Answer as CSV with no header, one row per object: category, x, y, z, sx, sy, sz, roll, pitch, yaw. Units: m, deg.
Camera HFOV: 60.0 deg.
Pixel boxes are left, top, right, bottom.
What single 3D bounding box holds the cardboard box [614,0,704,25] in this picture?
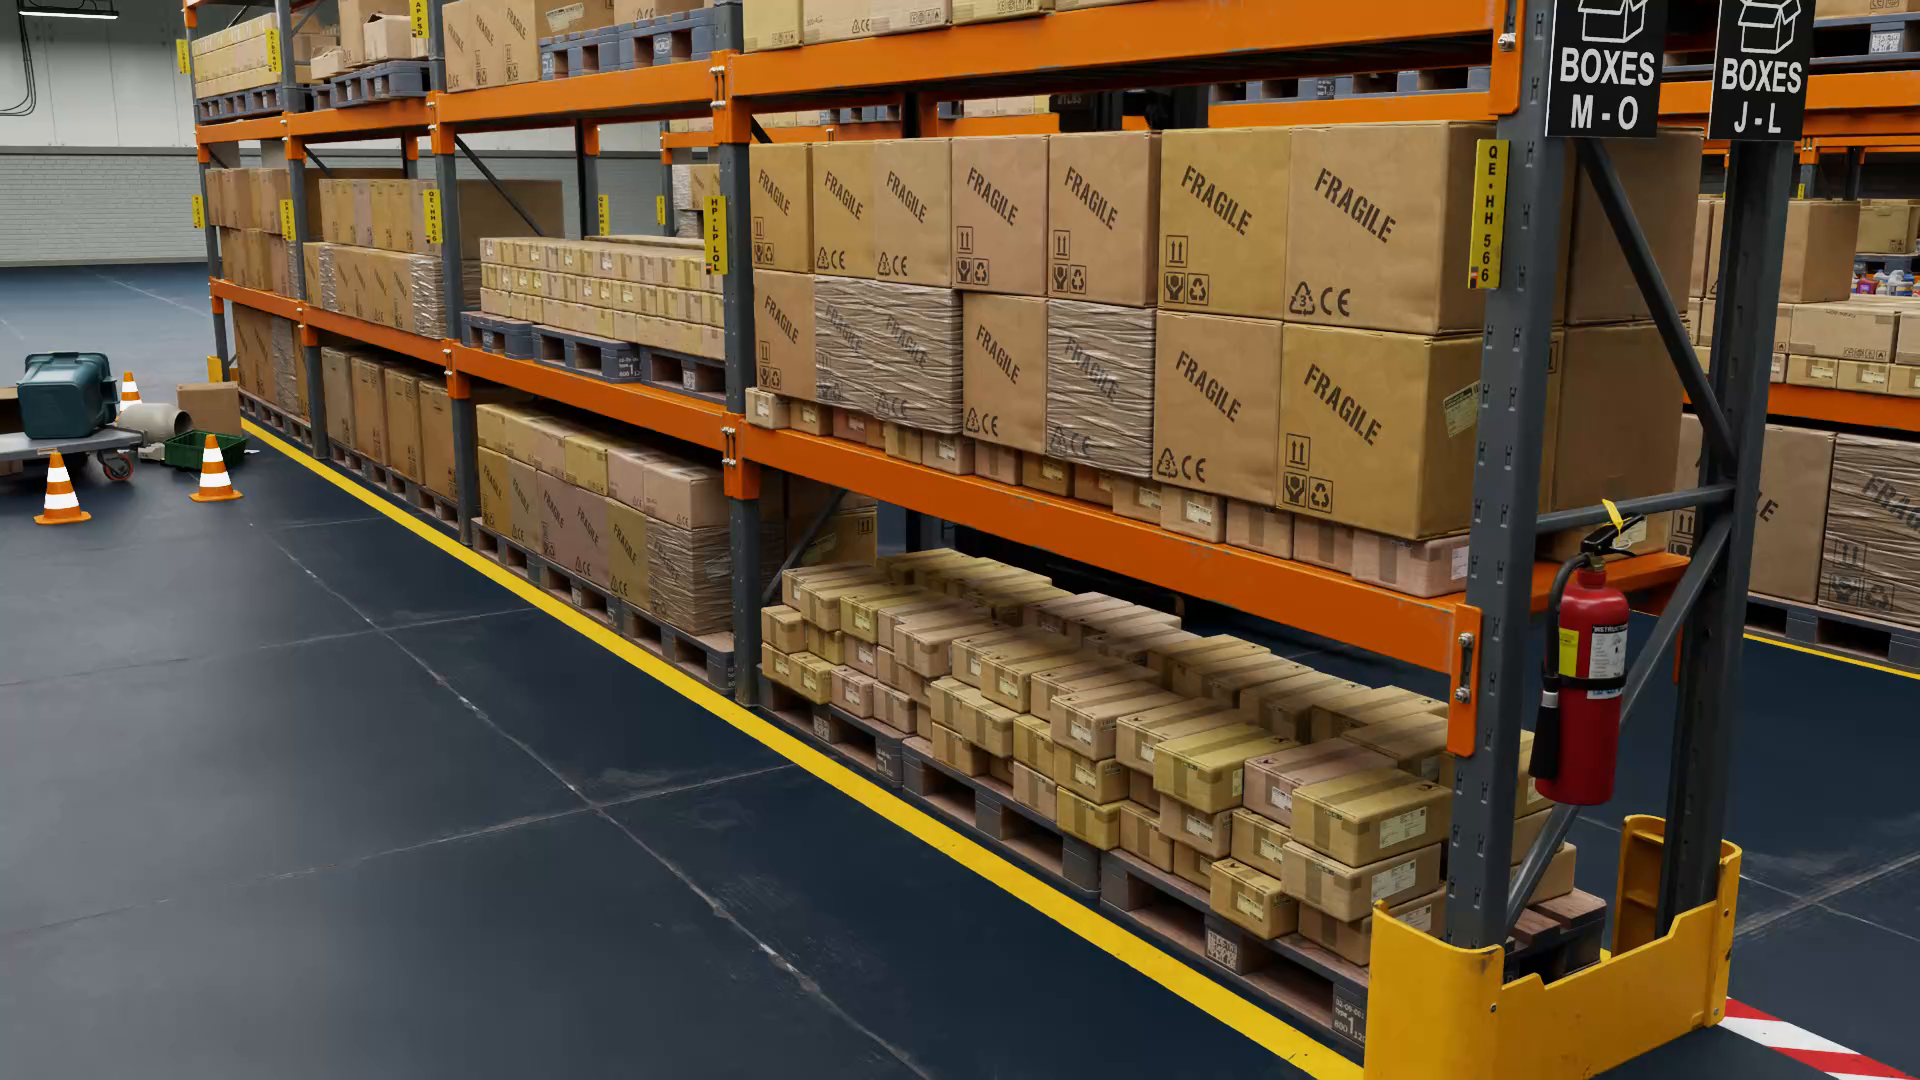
cardboard box,-1.312,-2.790,8.352,0.797,0.503,0.637,-8,15,-34

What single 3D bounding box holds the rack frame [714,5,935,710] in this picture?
rack frame,-0.565,-0.779,7.401,1.000,3.000,0.127,-8,15,-33

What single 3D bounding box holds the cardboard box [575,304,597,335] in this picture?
cardboard box,-1.822,-1.187,8.873,0.380,0.149,0.250,-9,15,-35

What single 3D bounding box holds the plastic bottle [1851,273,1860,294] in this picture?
plastic bottle,7.053,-1.970,13.140,0.152,0.276,0.135,-8,15,-33

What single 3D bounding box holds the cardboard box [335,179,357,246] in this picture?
cardboard box,-4.431,-2.560,12.972,0.700,0.500,0.500,-8,15,-34

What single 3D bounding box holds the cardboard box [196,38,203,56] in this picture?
cardboard box,-7.156,-4.757,16.078,0.380,0.149,0.250,-8,15,-32

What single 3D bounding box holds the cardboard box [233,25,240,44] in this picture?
cardboard box,-6.164,-4.439,14.625,0.380,0.149,0.250,-8,15,-33

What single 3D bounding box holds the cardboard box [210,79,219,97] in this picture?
cardboard box,-6.870,-4.276,15.742,0.380,0.149,0.250,-8,15,-32

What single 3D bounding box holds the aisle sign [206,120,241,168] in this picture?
aisle sign,-7.503,-4.160,16.778,0.394,0.787,0.004,-8,15,-33

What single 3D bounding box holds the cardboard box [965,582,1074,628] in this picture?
cardboard box,0.246,0.290,6.811,0.380,0.149,0.250,-8,14,-31

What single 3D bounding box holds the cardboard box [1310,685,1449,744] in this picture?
cardboard box,1.358,0.602,5.387,0.380,0.149,0.250,-8,15,-33

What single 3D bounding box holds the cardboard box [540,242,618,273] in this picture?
cardboard box,-2.106,-1.571,9.238,0.380,0.149,0.250,-7,14,-30

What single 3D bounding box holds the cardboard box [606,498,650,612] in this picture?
cardboard box,-1.469,0.044,8.506,0.500,0.500,0.500,-9,15,-34

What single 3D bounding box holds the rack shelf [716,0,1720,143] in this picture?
rack shelf,0.543,-1.537,5.531,1.077,0.370,4.000,-8,15,-33

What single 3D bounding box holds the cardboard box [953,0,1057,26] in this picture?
cardboard box,0.315,-1.781,5.314,0.500,0.250,0.500,-7,14,-30

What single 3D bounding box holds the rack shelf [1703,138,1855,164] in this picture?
rack shelf,8.544,-4.701,19.998,1.077,0.370,4.000,-8,15,-33

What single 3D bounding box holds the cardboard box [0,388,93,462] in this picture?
cardboard box,-7.673,-0.978,13.837,0.797,0.637,0.503,-8,15,-33

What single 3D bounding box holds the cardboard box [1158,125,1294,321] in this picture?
cardboard box,0.910,-0.892,4.648,0.500,0.500,0.500,-9,15,-35

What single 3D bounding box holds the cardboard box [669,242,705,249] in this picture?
cardboard box,-1.414,-1.600,9.369,0.380,0.149,0.250,-7,14,-30

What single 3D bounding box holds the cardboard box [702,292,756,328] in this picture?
cardboard box,-0.950,-1.054,7.568,0.380,0.149,0.250,-8,14,-31

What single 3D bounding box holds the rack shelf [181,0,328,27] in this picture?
rack shelf,-6.106,-4.941,15.012,1.077,0.370,4.000,-8,15,-33

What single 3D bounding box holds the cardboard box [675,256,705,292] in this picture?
cardboard box,-1.100,-1.248,7.758,0.380,0.149,0.250,-9,15,-34

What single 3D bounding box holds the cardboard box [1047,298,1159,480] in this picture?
cardboard box,0.618,-0.492,5.160,0.500,0.500,0.500,-8,15,-33

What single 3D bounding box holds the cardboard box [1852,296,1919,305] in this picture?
cardboard box,4.932,-1.099,8.522,0.500,0.250,0.500,-8,15,-34

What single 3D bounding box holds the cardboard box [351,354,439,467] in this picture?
cardboard box,-4.048,-1.036,12.860,1.050,0.750,0.750,-8,15,-33

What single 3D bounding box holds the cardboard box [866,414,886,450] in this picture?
cardboard box,-0.139,-0.439,6.438,0.380,0.149,0.250,-9,15,-35

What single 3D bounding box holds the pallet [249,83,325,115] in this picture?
pallet,-5.442,-3.770,14.267,1.003,0.211,1.213,-8,15,-33

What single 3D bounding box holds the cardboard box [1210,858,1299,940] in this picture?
cardboard box,0.959,1.018,4.877,0.380,0.149,0.250,-8,14,-31

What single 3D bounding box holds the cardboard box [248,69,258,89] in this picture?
cardboard box,-5.891,-3.961,14.303,0.380,0.149,0.250,-8,15,-33

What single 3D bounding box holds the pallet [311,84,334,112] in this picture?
pallet,-4.449,-3.416,12.888,0.805,0.209,1.217,-9,15,-35

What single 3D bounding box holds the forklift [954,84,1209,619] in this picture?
forklift,1.309,-1.108,9.066,1.130,2.935,3.031,-10,16,-40

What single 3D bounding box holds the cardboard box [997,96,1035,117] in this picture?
cardboard box,0.650,-3.593,13.602,0.500,0.250,0.500,-8,15,-33

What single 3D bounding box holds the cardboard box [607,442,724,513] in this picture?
cardboard box,-1.462,-0.325,8.437,0.500,0.250,0.500,-7,14,-30

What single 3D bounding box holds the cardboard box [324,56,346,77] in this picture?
cardboard box,-4.630,-3.584,12.580,0.250,0.149,0.380,-8,15,-33

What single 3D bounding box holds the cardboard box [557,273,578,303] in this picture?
cardboard box,-1.966,-1.379,9.056,0.380,0.149,0.250,-8,15,-33

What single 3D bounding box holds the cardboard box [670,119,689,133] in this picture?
cardboard box,-2.977,-4.758,18.927,0.500,0.250,0.500,-8,14,-31

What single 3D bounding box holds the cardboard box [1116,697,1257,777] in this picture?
cardboard box,0.715,0.629,5.260,0.380,0.149,0.250,-9,15,-35

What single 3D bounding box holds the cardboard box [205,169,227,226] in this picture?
cardboard box,-7.041,-3.443,16.706,0.875,0.550,0.550,-8,15,-33

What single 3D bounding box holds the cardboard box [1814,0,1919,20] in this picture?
cardboard box,4.569,-2.778,8.071,0.700,0.500,0.500,-7,14,-30

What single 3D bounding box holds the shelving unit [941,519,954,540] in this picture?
shelving unit,0.030,-0.503,10.706,0.215,1.050,0.252,-8,15,-33

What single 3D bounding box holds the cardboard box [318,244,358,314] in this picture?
cardboard box,-4.650,-2.035,12.913,0.500,0.500,0.500,-8,15,-32

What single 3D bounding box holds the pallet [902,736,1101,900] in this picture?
pallet,0.516,0.916,6.179,1.003,0.211,1.213,-8,15,-33

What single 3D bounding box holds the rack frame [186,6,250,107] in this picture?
rack frame,-7.214,-5.844,16.519,1.000,3.000,0.127,-8,15,-33

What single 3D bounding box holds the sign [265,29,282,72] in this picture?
sign,-5.459,-3.892,13.221,0.100,0.325,0.005,-8,15,-33

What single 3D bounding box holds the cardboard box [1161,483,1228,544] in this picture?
cardboard box,0.816,-0.103,4.900,0.380,0.149,0.250,-8,14,-31

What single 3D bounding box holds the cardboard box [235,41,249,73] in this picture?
cardboard box,-6.039,-4.229,14.596,0.500,0.250,0.500,-8,15,-33

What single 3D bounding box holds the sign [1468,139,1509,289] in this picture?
sign,1.178,-0.725,3.706,0.100,0.325,0.005,-8,15,-33

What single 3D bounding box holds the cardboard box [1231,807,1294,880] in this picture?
cardboard box,1.021,0.862,4.892,0.380,0.149,0.250,-9,15,-34

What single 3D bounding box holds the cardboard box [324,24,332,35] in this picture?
cardboard box,-5.340,-4.428,14.572,0.380,0.149,0.250,-8,15,-34

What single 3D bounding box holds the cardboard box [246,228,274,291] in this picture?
cardboard box,-6.114,-2.626,15.499,0.875,0.550,0.500,-8,15,-33

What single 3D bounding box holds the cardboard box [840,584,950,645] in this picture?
cardboard box,-0.262,0.299,6.770,0.380,0.149,0.250,-8,15,-34

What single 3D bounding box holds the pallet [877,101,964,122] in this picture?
pallet,0.018,-3.838,14.808,1.213,0.211,1.003,-8,15,-33

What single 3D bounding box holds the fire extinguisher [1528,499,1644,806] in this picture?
fire extinguisher,1.406,0.252,3.741,0.296,0.674,0.183,-8,15,-33

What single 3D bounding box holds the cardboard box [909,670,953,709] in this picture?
cardboard box,0.029,0.539,6.368,0.380,0.149,0.250,-7,14,-30

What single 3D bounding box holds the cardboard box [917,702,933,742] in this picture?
cardboard box,0.058,0.680,6.421,0.380,0.149,0.250,-9,15,-35

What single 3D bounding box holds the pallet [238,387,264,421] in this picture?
pallet,-6.706,-1.418,16.850,1.003,0.211,1.213,-8,15,-33

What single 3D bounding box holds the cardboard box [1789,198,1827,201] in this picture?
cardboard box,12.115,-4.598,23.604,0.700,0.500,0.500,-6,14,-27
